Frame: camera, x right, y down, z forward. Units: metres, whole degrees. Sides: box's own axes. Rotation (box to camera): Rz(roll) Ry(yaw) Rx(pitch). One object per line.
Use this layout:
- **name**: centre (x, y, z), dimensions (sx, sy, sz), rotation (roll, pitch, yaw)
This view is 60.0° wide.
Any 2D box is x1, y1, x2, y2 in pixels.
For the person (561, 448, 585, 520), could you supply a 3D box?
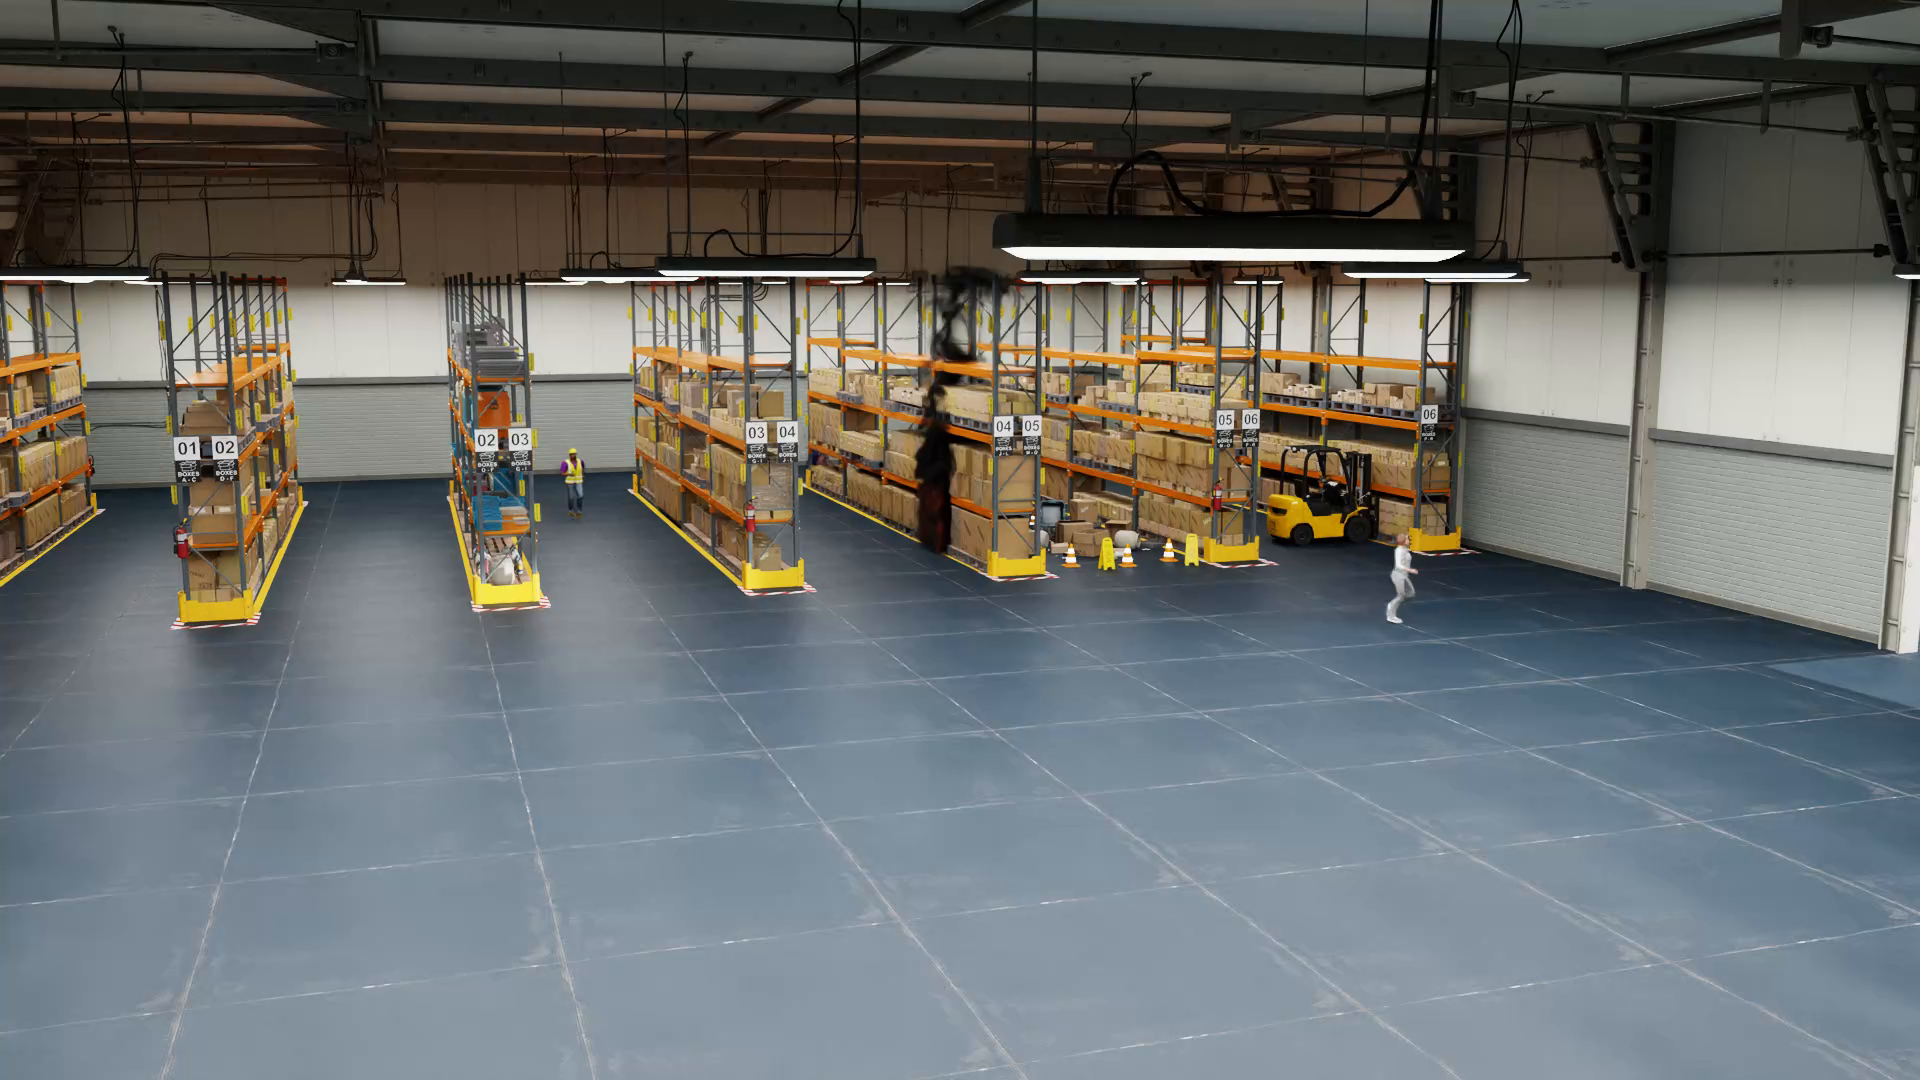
- **person**: centre (-9.637, -1.394, 41.513), dimensions (0.643, 1.801, 0.763), rotation (-4, 9, -23)

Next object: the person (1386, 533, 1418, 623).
- **person**: centre (7.623, 0.649, 28.589), dimensions (0.545, 1.559, 0.566), rotation (5, 10, 28)

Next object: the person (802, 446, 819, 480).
- **person**: centre (-4.450, -2.565, 49.775), dimensions (0.734, 1.615, 0.747), rotation (0, 9, 3)

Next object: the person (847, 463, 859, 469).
- **person**: centre (-3.258, -2.634, 49.934), dimensions (0.670, 1.659, 0.537), rotation (-4, 10, -26)

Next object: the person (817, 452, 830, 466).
- **person**: centre (-4.089, -2.637, 50.078), dimensions (0.722, 1.737, 0.586), rotation (-6, 10, -35)
